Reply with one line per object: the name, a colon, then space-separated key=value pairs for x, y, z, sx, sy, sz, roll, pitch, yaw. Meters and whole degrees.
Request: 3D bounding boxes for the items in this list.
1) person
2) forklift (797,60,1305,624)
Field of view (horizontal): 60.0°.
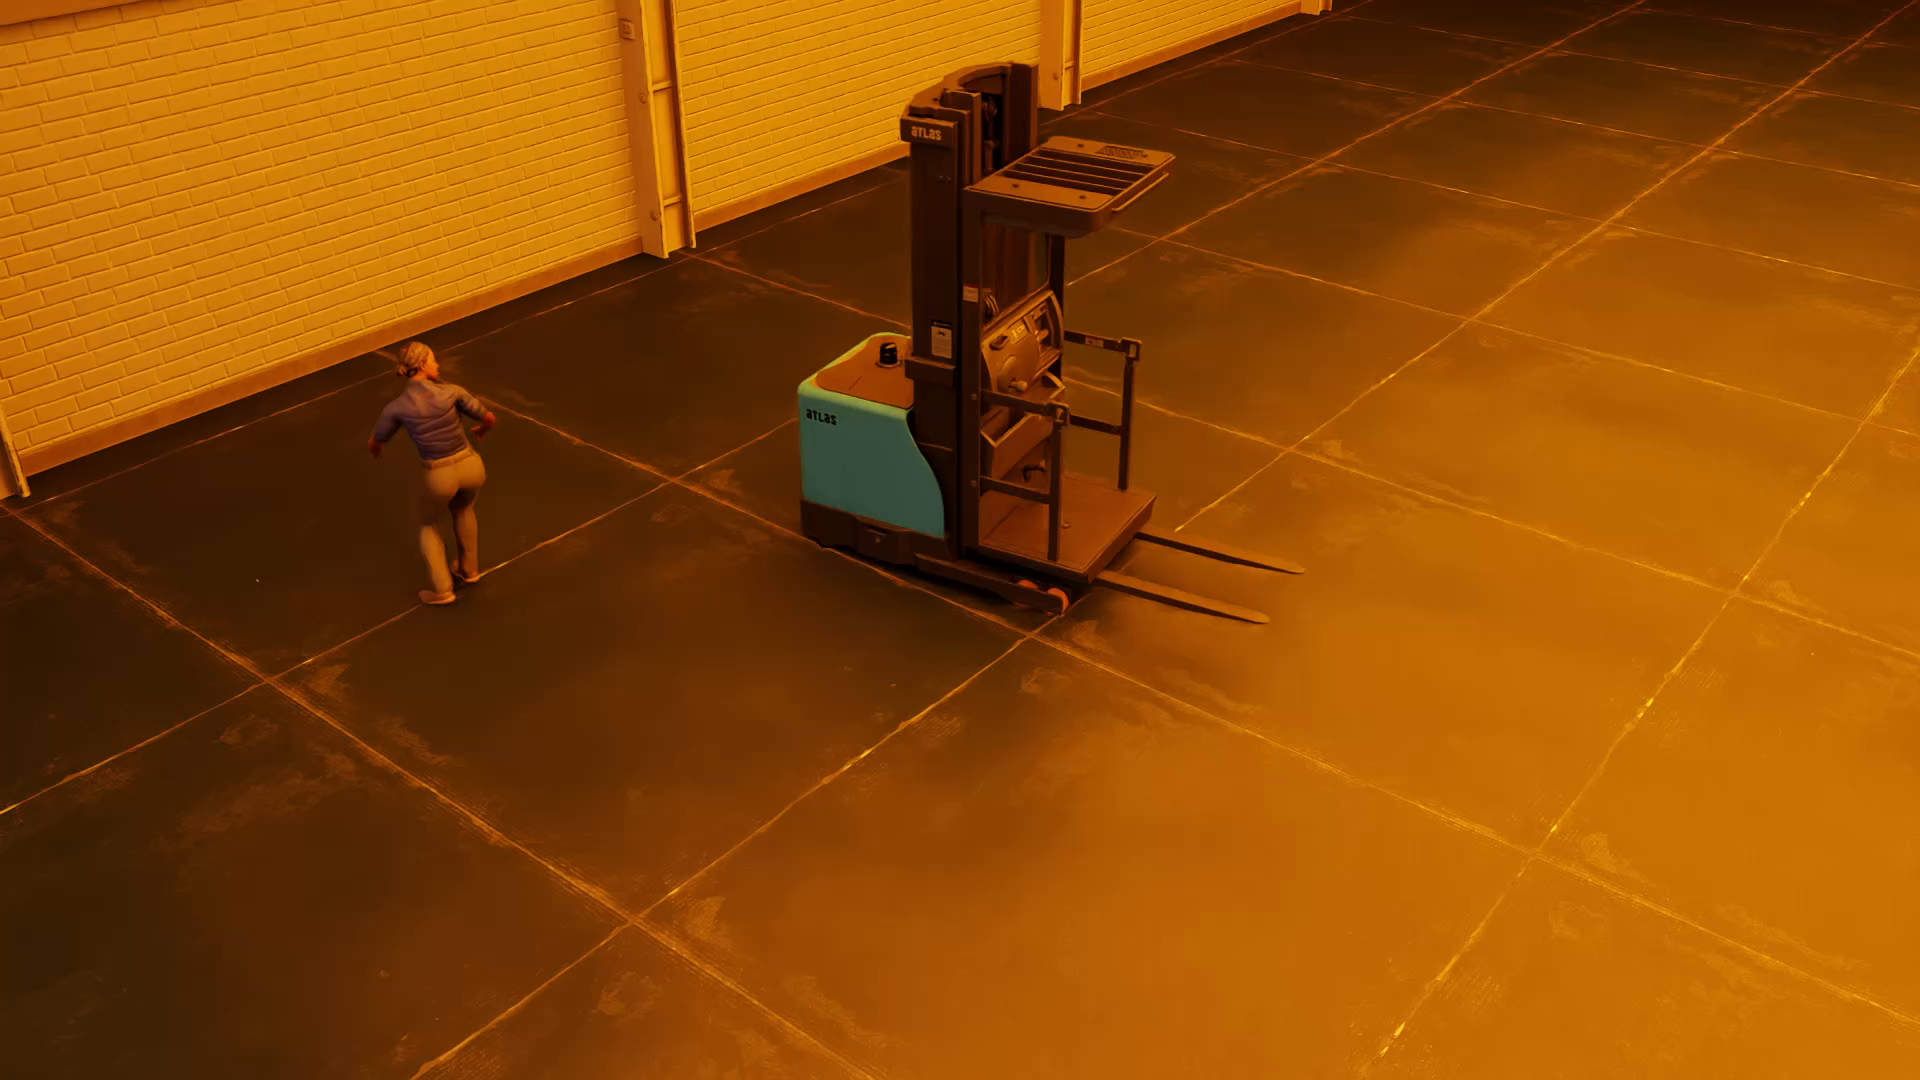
person: x=-3.053 y=-0.416 z=9.680 sx=0.695 sy=1.607 sz=0.618 roll=-18 pitch=35 yaw=-28
forklift: x=0.543 y=-1.122 z=9.514 sx=3.031 sy=2.935 sz=1.130 roll=15 pitch=34 yaw=25
